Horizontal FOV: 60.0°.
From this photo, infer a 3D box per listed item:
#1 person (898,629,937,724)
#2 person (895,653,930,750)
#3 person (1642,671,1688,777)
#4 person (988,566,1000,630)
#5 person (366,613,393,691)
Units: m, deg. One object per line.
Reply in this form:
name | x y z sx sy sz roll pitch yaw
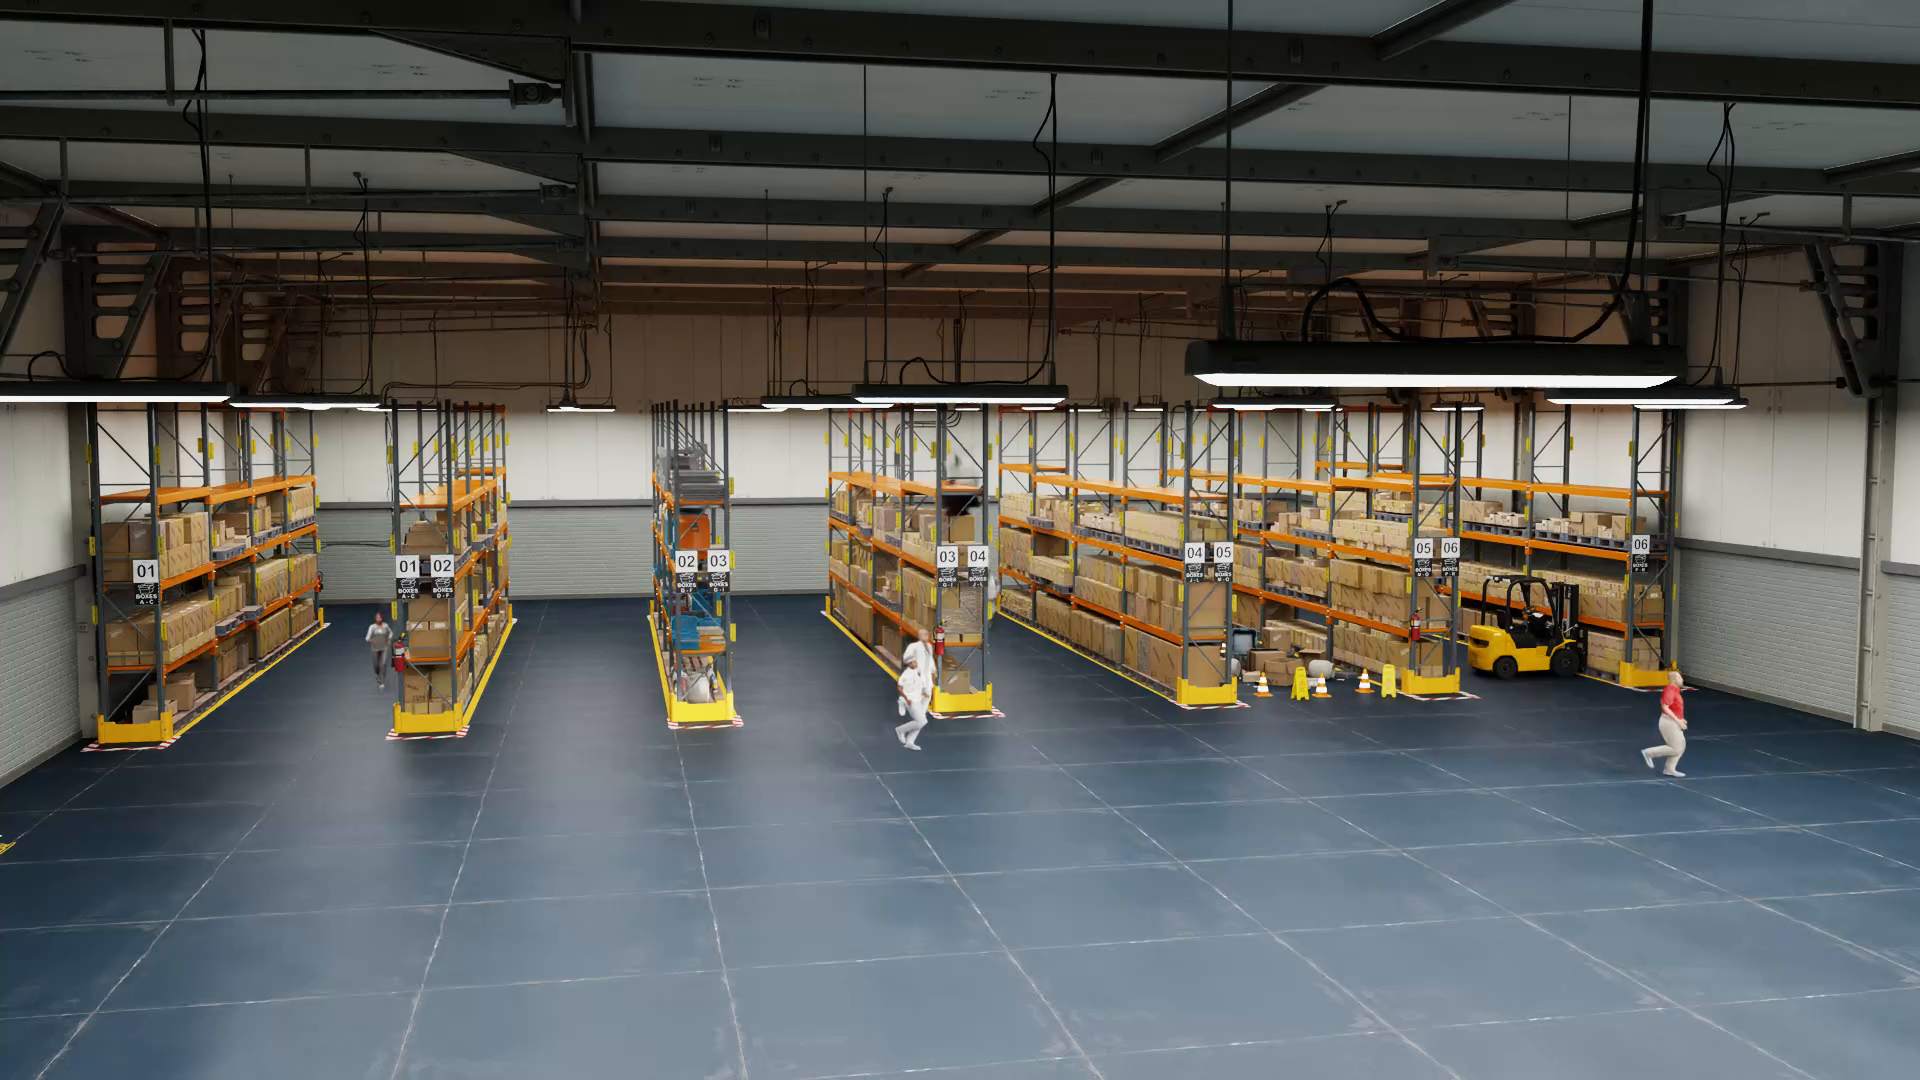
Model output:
person | -0.711 2.526 31.061 0.765 1.708 0.800 -4 6 -44
person | -0.804 2.761 28.458 0.555 1.660 0.581 1 5 17
person | 11.174 2.907 26.349 0.652 1.680 0.650 2 5 24
person | 0.755 1.538 44.062 0.672 1.731 0.540 0 4 -5
person | -12.130 2.309 34.768 0.538 1.591 0.839 -2 5 -22
